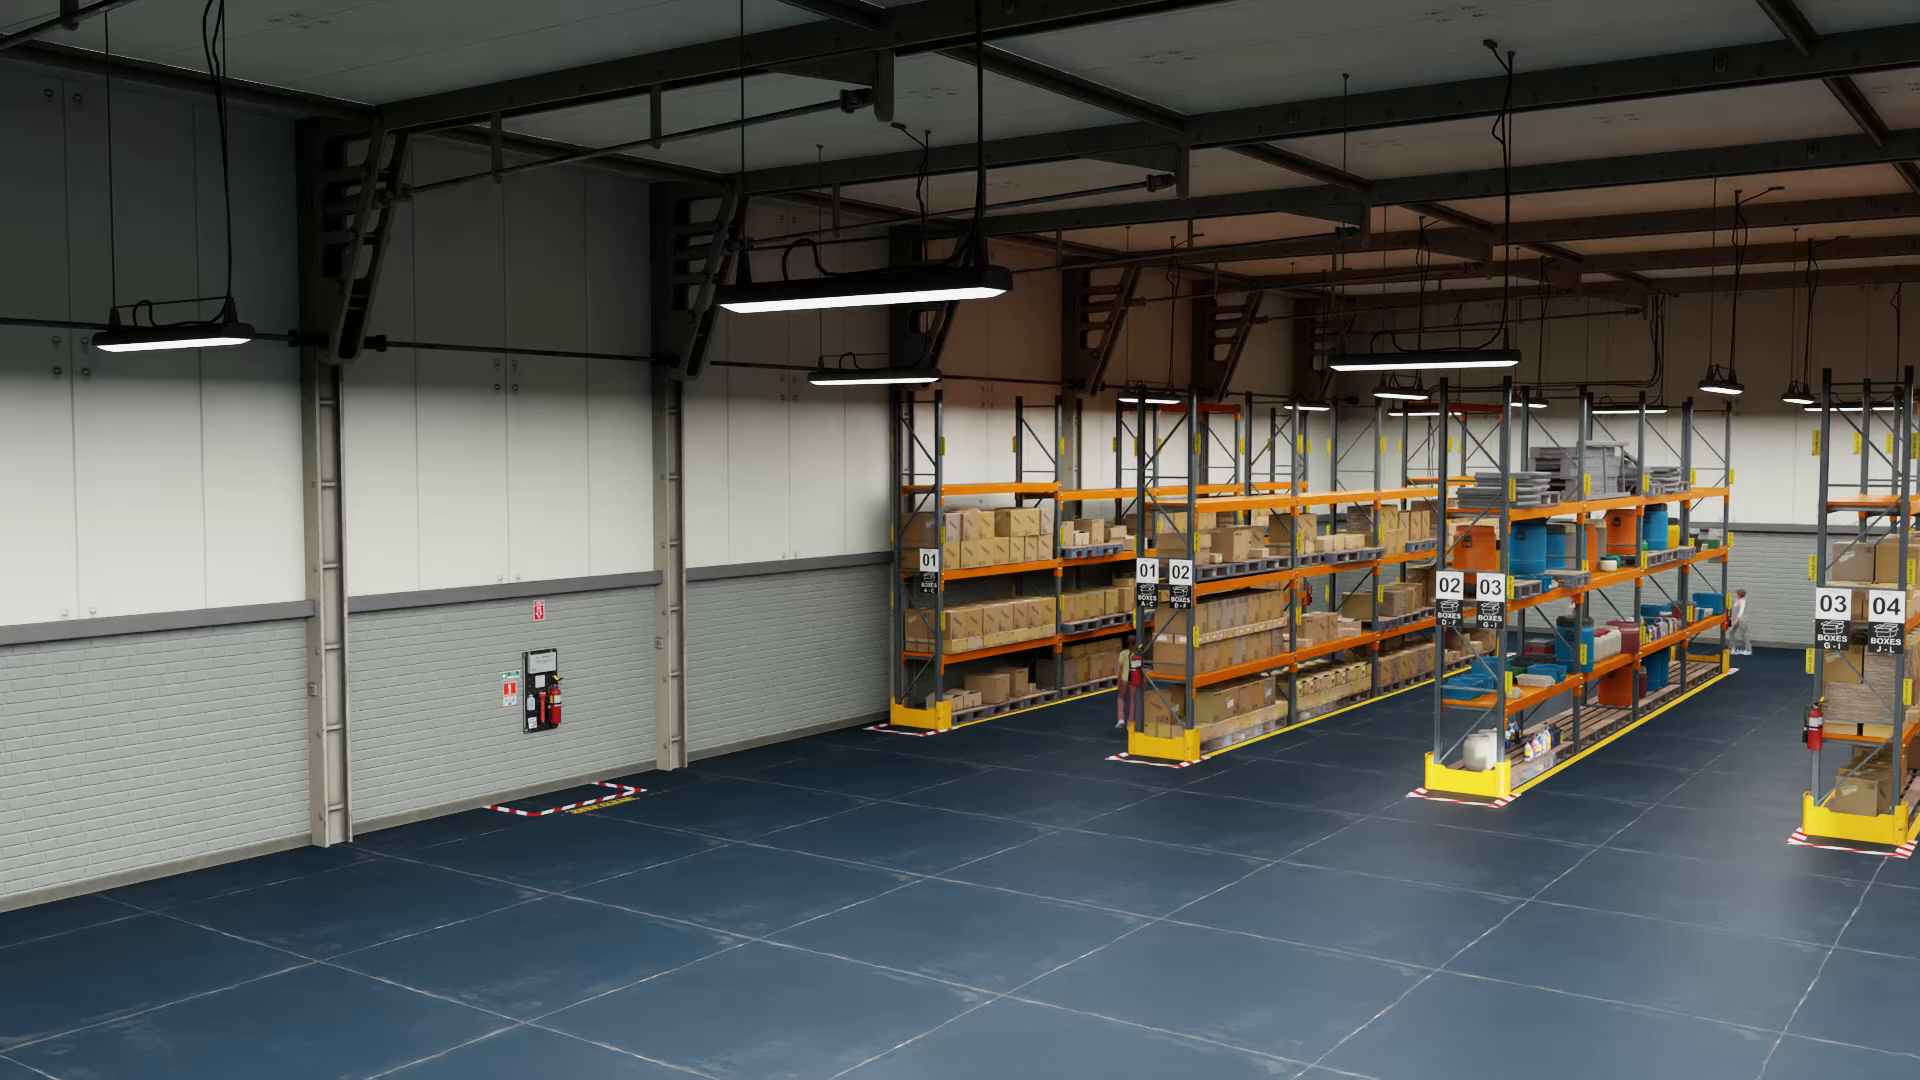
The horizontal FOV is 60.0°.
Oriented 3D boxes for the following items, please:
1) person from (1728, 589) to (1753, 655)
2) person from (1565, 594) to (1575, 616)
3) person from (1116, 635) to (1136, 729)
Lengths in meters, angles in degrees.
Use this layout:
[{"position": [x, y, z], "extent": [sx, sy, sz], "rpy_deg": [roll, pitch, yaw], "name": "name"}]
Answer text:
[{"position": [18.672, 1.984, 39.815], "extent": [0.597, 1.647, 0.466], "rpy_deg": [1, 3, 11], "name": "person"}, {"position": [13.666, 2.031, 36.923], "extent": [0.603, 1.790, 0.472], "rpy_deg": [-1, 3, -15], "name": "person"}, {"position": [3.002, 2.517, 29.402], "extent": [0.491, 1.681, 0.399], "rpy_deg": [0, 3, 4], "name": "person"}]
